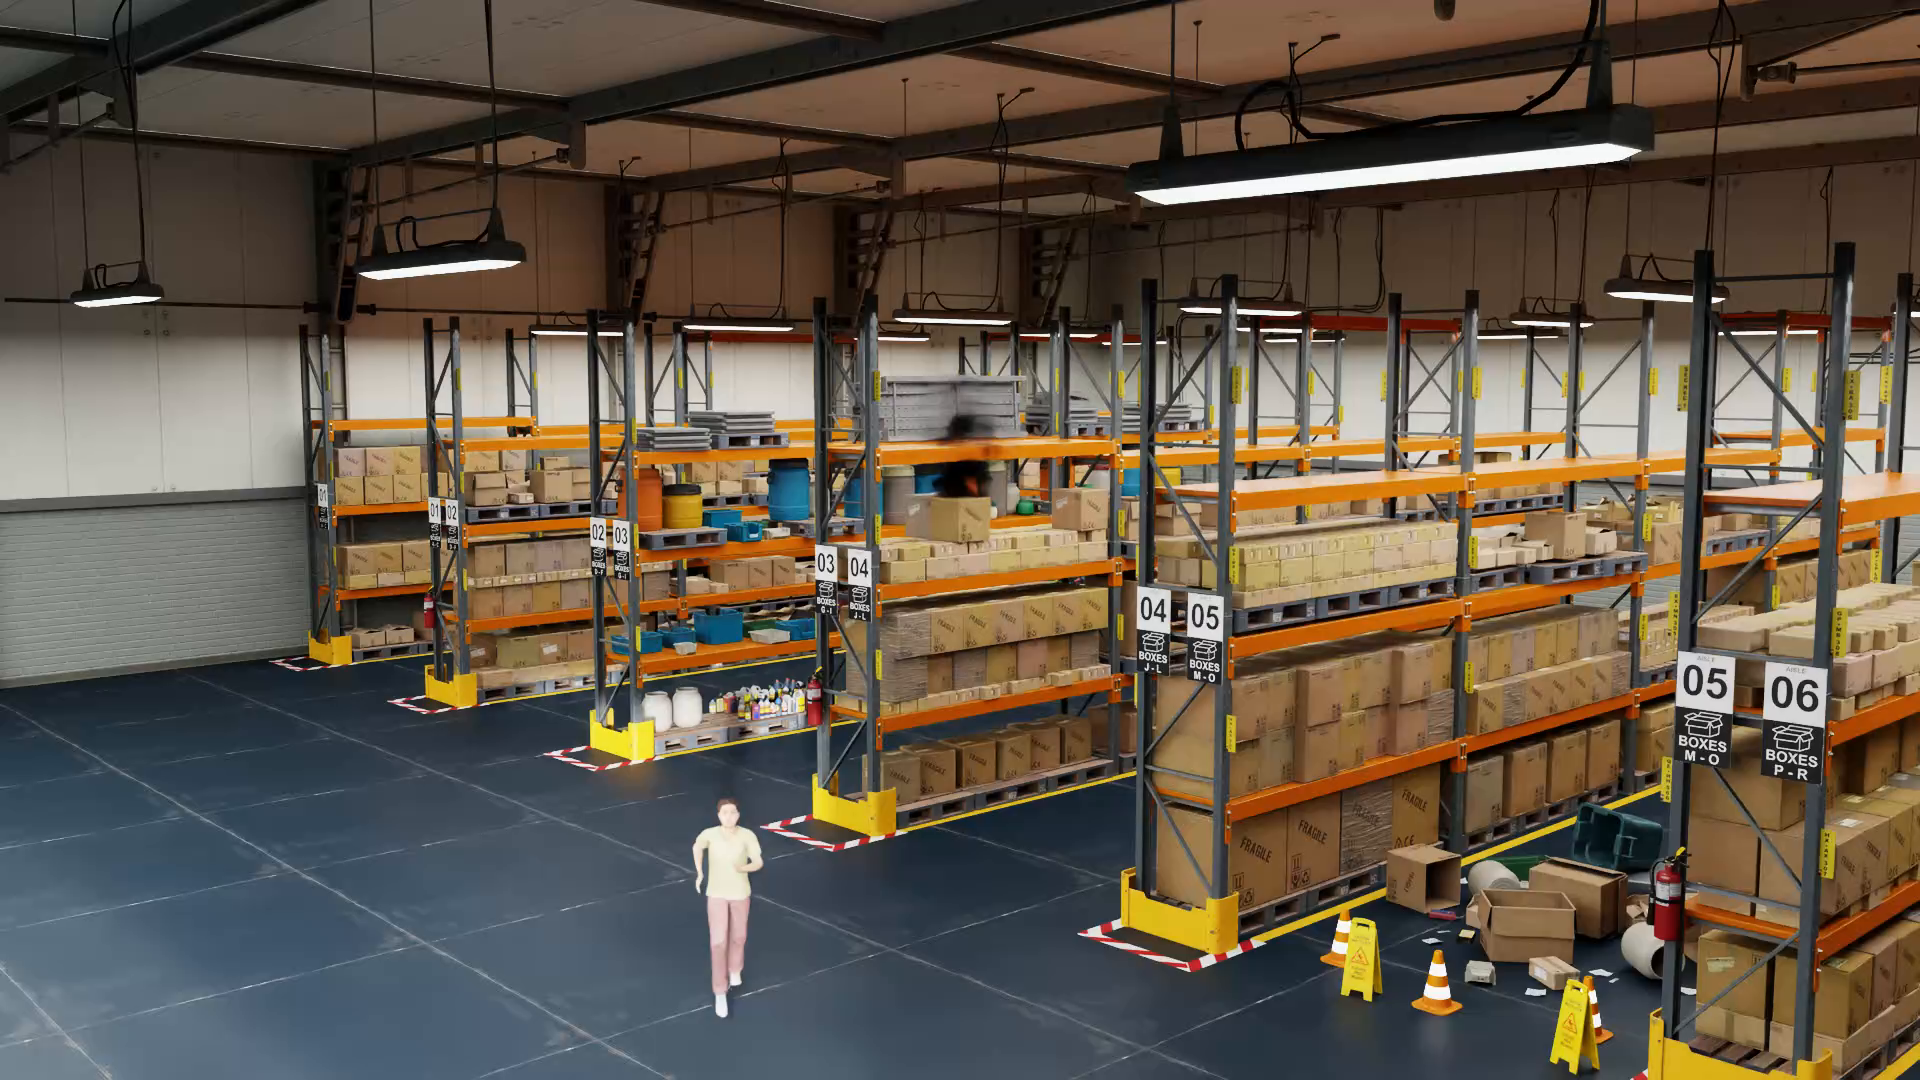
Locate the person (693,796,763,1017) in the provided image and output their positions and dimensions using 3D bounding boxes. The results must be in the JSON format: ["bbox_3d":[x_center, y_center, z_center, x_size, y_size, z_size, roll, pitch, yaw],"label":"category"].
[{"bbox_3d":[-1.904,2.953,13.670,0.541,1.726,0.756,-1,6,-12],"label":"person"}]

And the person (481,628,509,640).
[{"bbox_3d":[-7.864,1.411,28.124,0.695,1.781,1.045,5,7,39],"label":"person"}]
